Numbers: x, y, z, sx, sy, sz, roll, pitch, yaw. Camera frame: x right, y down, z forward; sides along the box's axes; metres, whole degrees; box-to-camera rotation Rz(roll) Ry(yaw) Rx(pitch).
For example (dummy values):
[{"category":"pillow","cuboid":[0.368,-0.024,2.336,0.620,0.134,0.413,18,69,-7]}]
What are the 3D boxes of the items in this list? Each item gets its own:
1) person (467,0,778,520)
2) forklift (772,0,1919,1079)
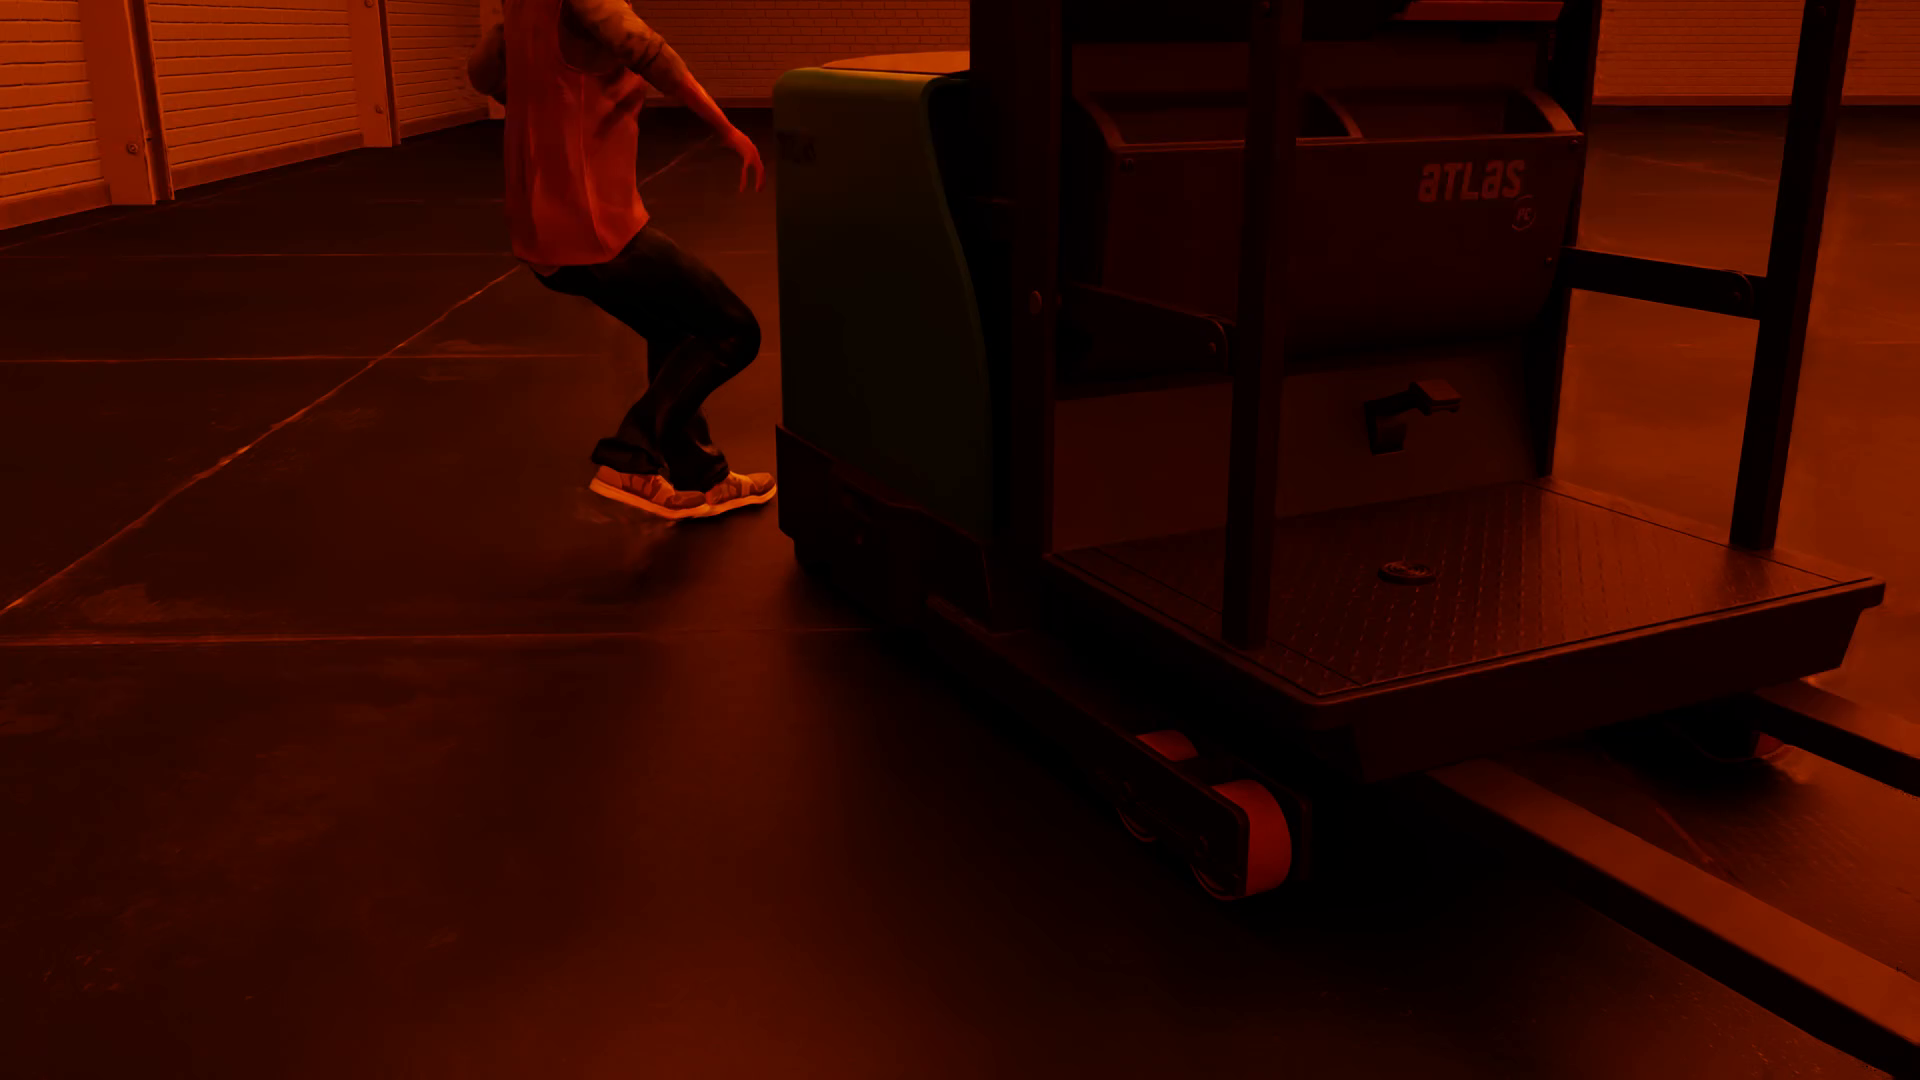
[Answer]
[{"category":"person","cuboid":[-0.662,-0.715,3.701,0.682,1.476,0.887,-10,20,-31]},{"category":"forklift","cuboid":[0.702,-1.052,2.346,1.130,2.935,3.031,-8,19,-25]}]
